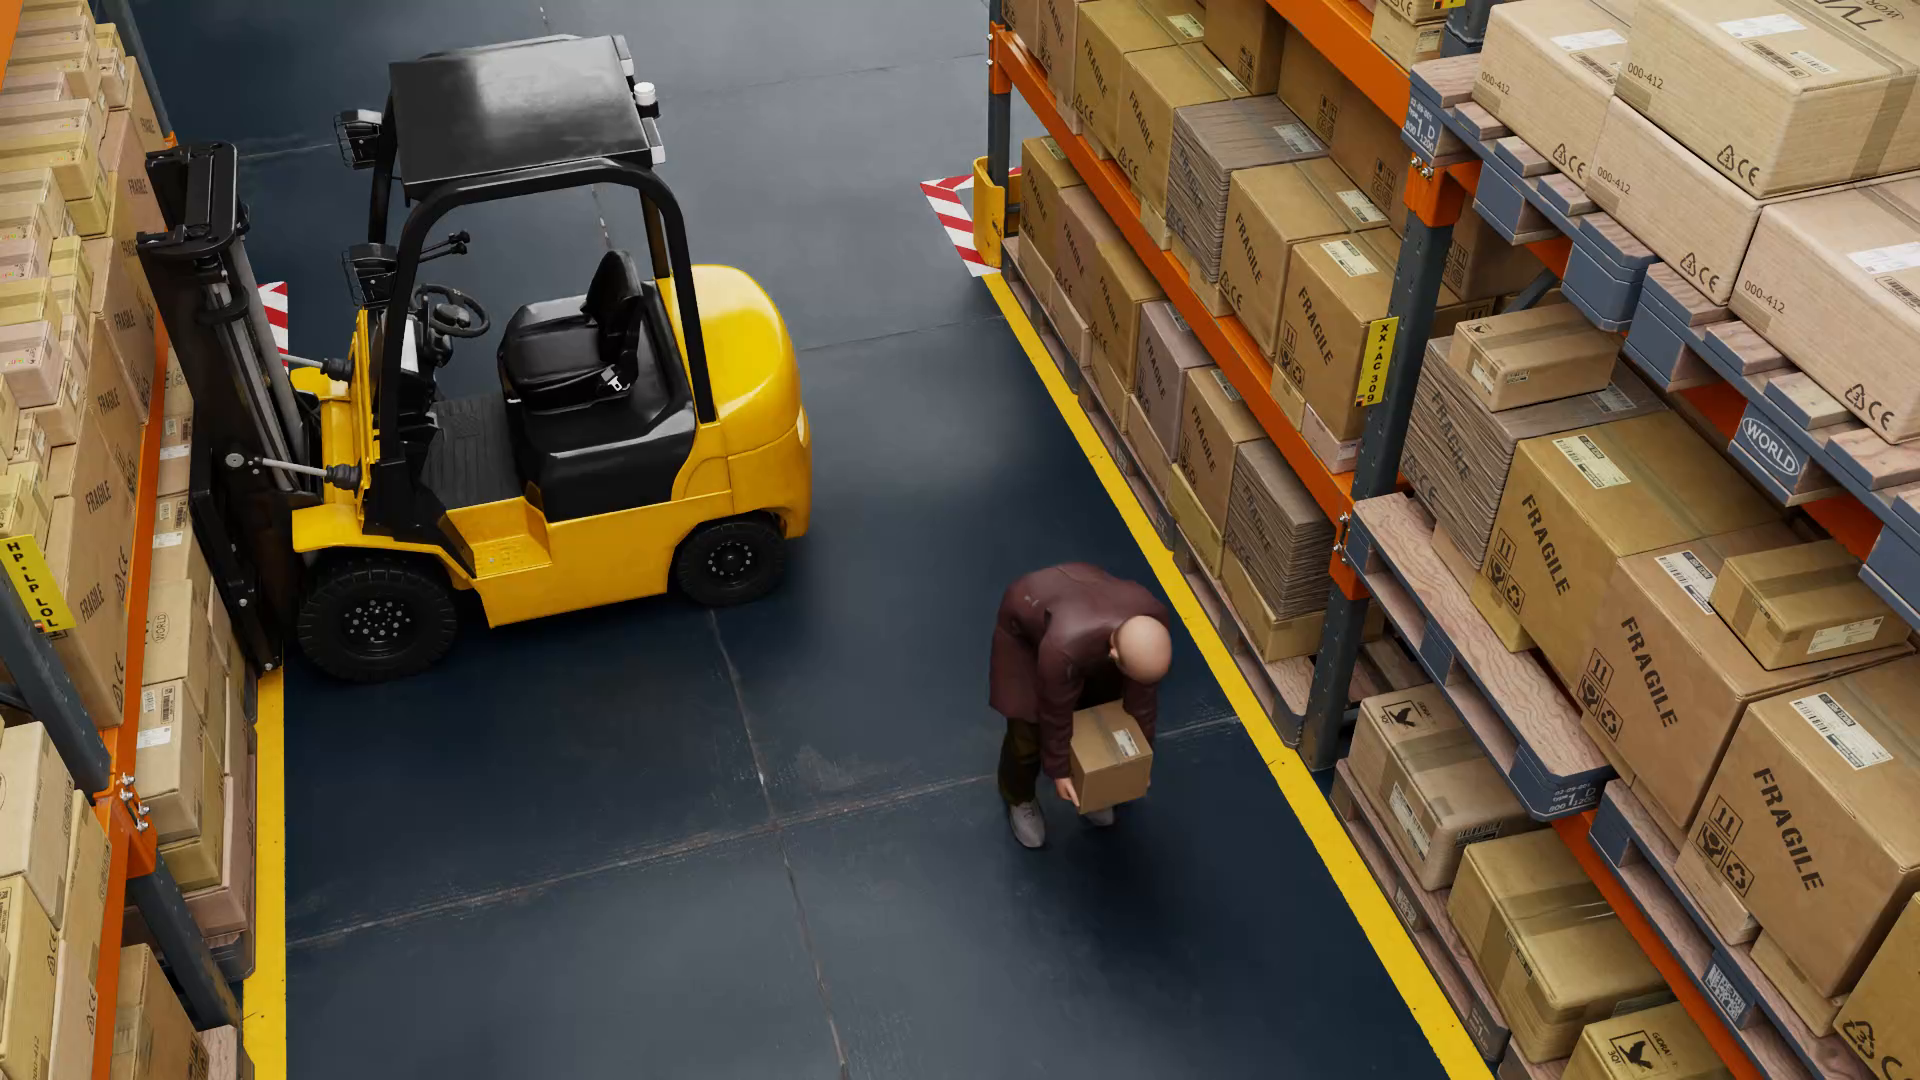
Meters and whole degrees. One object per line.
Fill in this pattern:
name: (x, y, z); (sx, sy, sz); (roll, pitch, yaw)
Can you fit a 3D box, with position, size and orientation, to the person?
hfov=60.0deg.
person: (0.428, 0.602, 5.761); (0.551, 1.429, 0.860); (-15, 44, -16)
